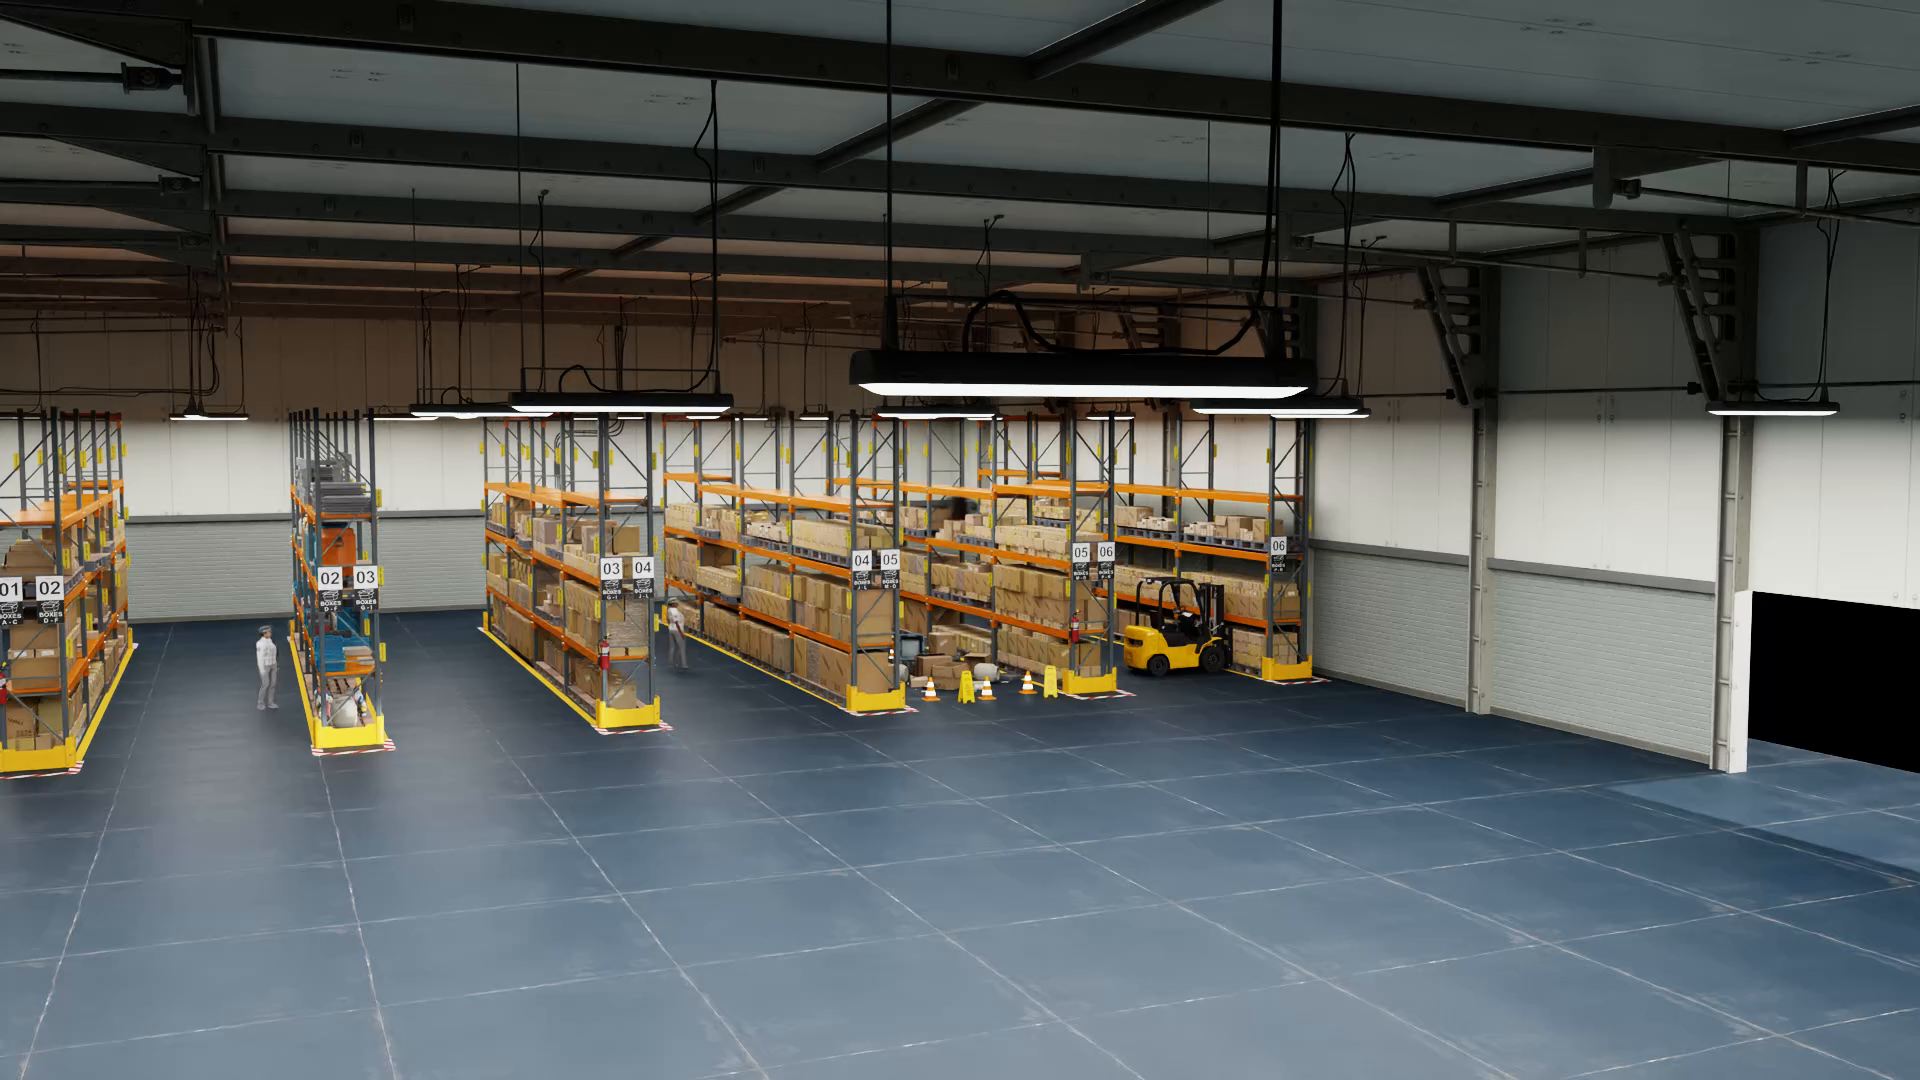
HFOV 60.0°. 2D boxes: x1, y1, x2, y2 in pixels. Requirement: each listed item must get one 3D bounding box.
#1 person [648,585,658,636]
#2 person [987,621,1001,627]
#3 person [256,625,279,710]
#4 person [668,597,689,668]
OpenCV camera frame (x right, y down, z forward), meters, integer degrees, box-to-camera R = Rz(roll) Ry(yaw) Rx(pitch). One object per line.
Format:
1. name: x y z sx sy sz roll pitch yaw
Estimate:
1. person: -8.287 1.780 43.702 0.696 1.857 0.790 -1 4 -18
2. person: 0.946 1.623 46.855 0.367 1.638 0.506 -2 5 -32
3. person: -13.927 2.585 33.474 0.371 1.748 0.547 2 4 21
4. person: -6.580 2.161 38.842 0.451 1.673 0.542 -3 5 -40
